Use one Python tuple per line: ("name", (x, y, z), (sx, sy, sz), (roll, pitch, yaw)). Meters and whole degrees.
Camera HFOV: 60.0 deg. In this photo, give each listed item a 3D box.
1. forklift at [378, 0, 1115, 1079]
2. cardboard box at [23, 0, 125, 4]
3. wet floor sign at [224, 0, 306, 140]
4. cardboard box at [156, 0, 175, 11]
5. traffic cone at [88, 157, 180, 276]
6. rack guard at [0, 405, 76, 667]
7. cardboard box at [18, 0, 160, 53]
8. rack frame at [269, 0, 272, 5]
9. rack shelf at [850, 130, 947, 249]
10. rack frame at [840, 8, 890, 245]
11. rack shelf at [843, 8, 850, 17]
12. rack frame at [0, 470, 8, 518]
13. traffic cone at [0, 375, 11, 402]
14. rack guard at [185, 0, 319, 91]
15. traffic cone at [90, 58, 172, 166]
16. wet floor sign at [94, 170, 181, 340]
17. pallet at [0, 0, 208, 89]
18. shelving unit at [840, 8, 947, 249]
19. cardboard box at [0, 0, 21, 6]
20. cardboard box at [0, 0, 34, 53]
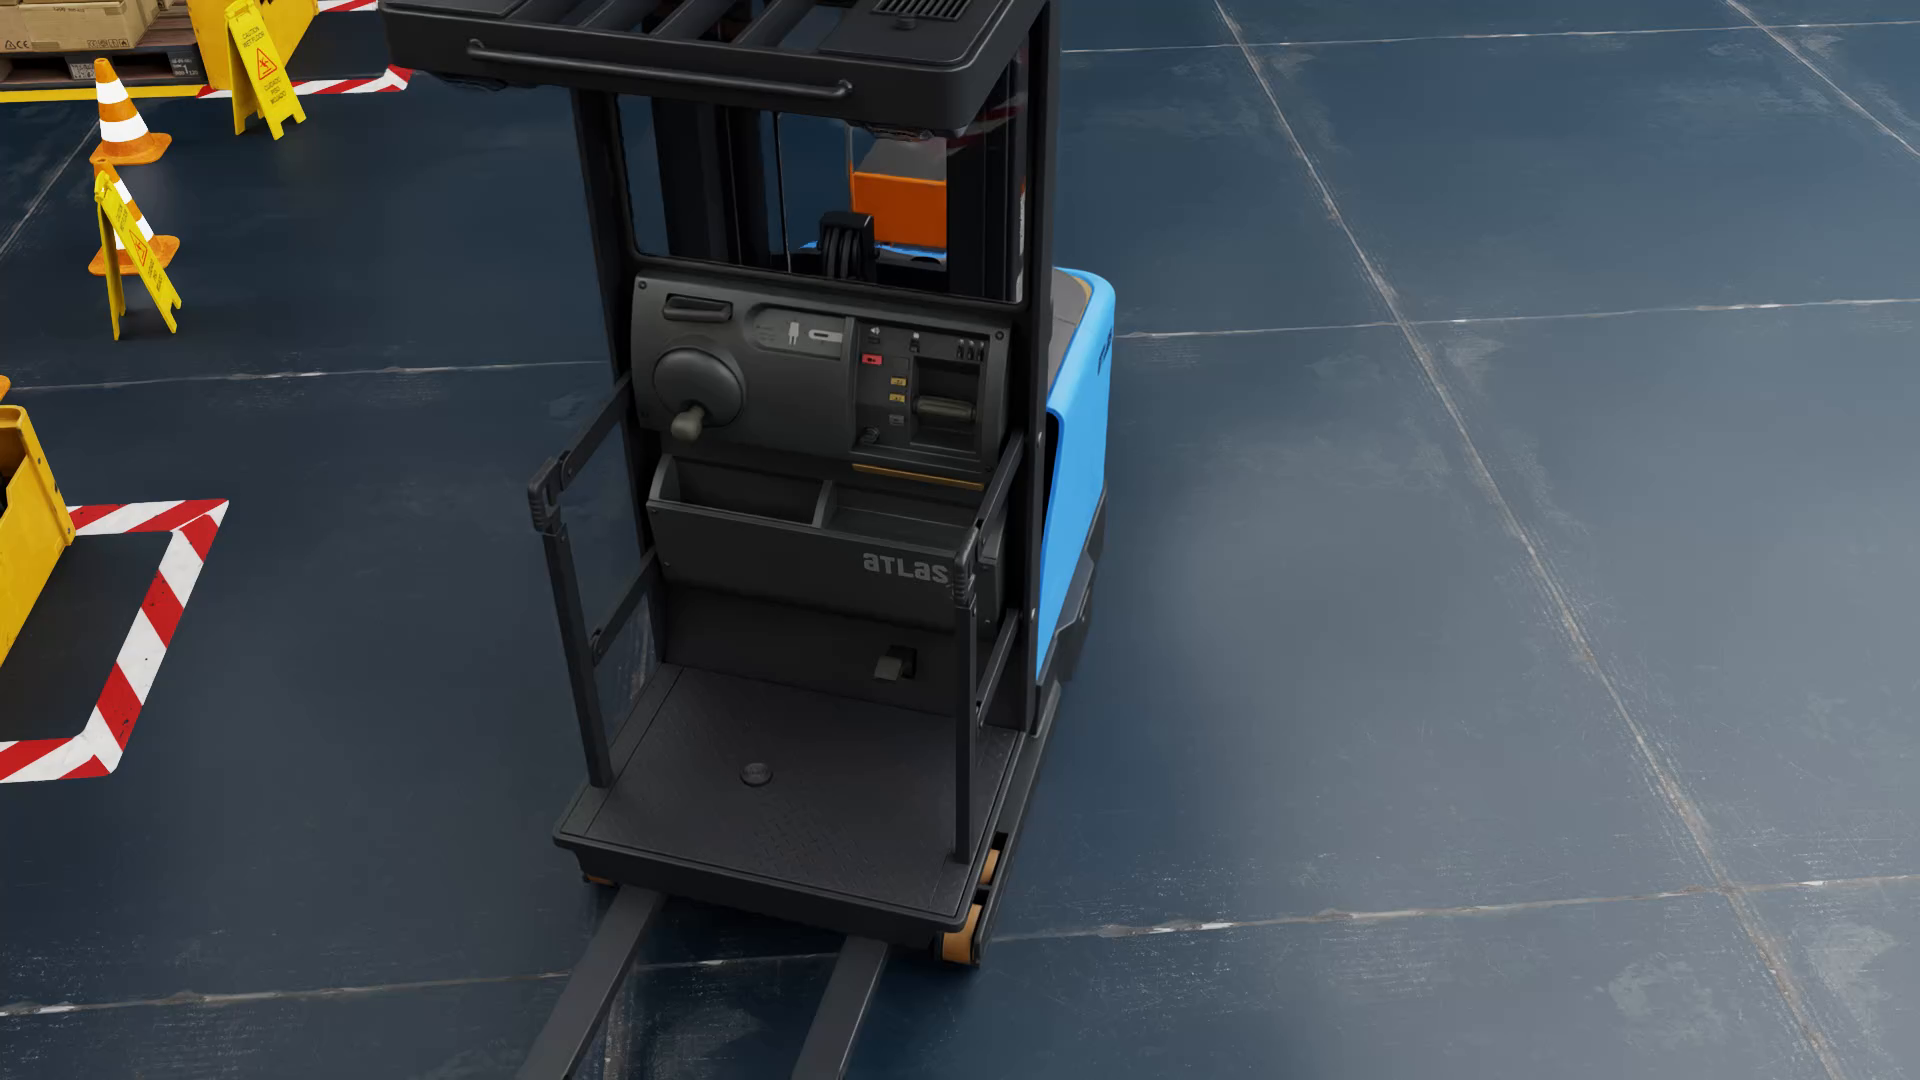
("forklift", (-0.395, -0.315, 3.783), (1.130, 2.935, 3.031), (10, 39, 12))
("cardboard box", (-4.534, -3.087, 8.516), (0.500, 0.500, 0.500), (-3, 38, -4))
("wet floor sign", (-3.476, -2.338, 8.192), (0.232, 0.644, 0.267), (9, 39, 12))
("cardboard box", (-4.588, -3.124, 9.168), (0.500, 0.250, 0.500), (-3, 38, -4))
("traffic cone", (-3.637, -1.430, 7.189), (0.334, 0.463, 0.336), (-3, 38, -4))
("rack guard", (-3.197, 0.117, 5.198), (0.348, 0.500, 1.175), (-3, 38, -4))
("cardboard box", (-4.565, -2.786, 8.740), (0.500, 0.250, 0.500), (-3, 38, -4))
("rack frame", (-3.760, -3.912, 8.286), (0.127, 3.000, 1.000), (-3, 38, -4))
("rack shelf", (-0.058, -1.047, 5.404), (0.480, 0.518, 0.431), (9, 39, 11))
("rack frame", (-0.294, -1.096, 5.443), (0.015, 2.100, 0.400), (9, 39, 11))
("rack shelf", (-0.058, -1.597, 4.971), (0.480, 0.518, 0.431), (9, 39, 11))
("rack frame", (-3.220, -0.863, 4.422), (0.127, 3.000, 1.000), (-3, 38, -4))
("traffic cone", (-3.875, -0.714, 6.282), (0.334, 0.463, 0.336), (-3, 38, -4))
("rack guard", (-3.835, -2.926, 9.055), (0.348, 0.500, 1.175), (-3, 38, -4))
("traffic cone", (-4.074, -2.096, 8.033), (0.334, 0.463, 0.336), (-3, 38, -4))
("wet floor sign", (-3.367, -1.162, 6.702), (0.232, 0.644, 0.267), (-9, 39, -12))
("pallet", (-4.648, -2.790, 9.116), (1.213, 0.211, 1.003), (-3, 38, -4))
("shelving unit", (-0.058, -1.058, 5.396), (0.503, 2.100, 0.431), (9, 39, 11))
("cardboard box", (-5.054, -3.056, 8.477), (0.500, 0.500, 0.500), (-2, 38, -2))
("cardboard box", (-5.058, -2.763, 8.711), (0.500, 0.250, 0.500), (-3, 38, -4))
